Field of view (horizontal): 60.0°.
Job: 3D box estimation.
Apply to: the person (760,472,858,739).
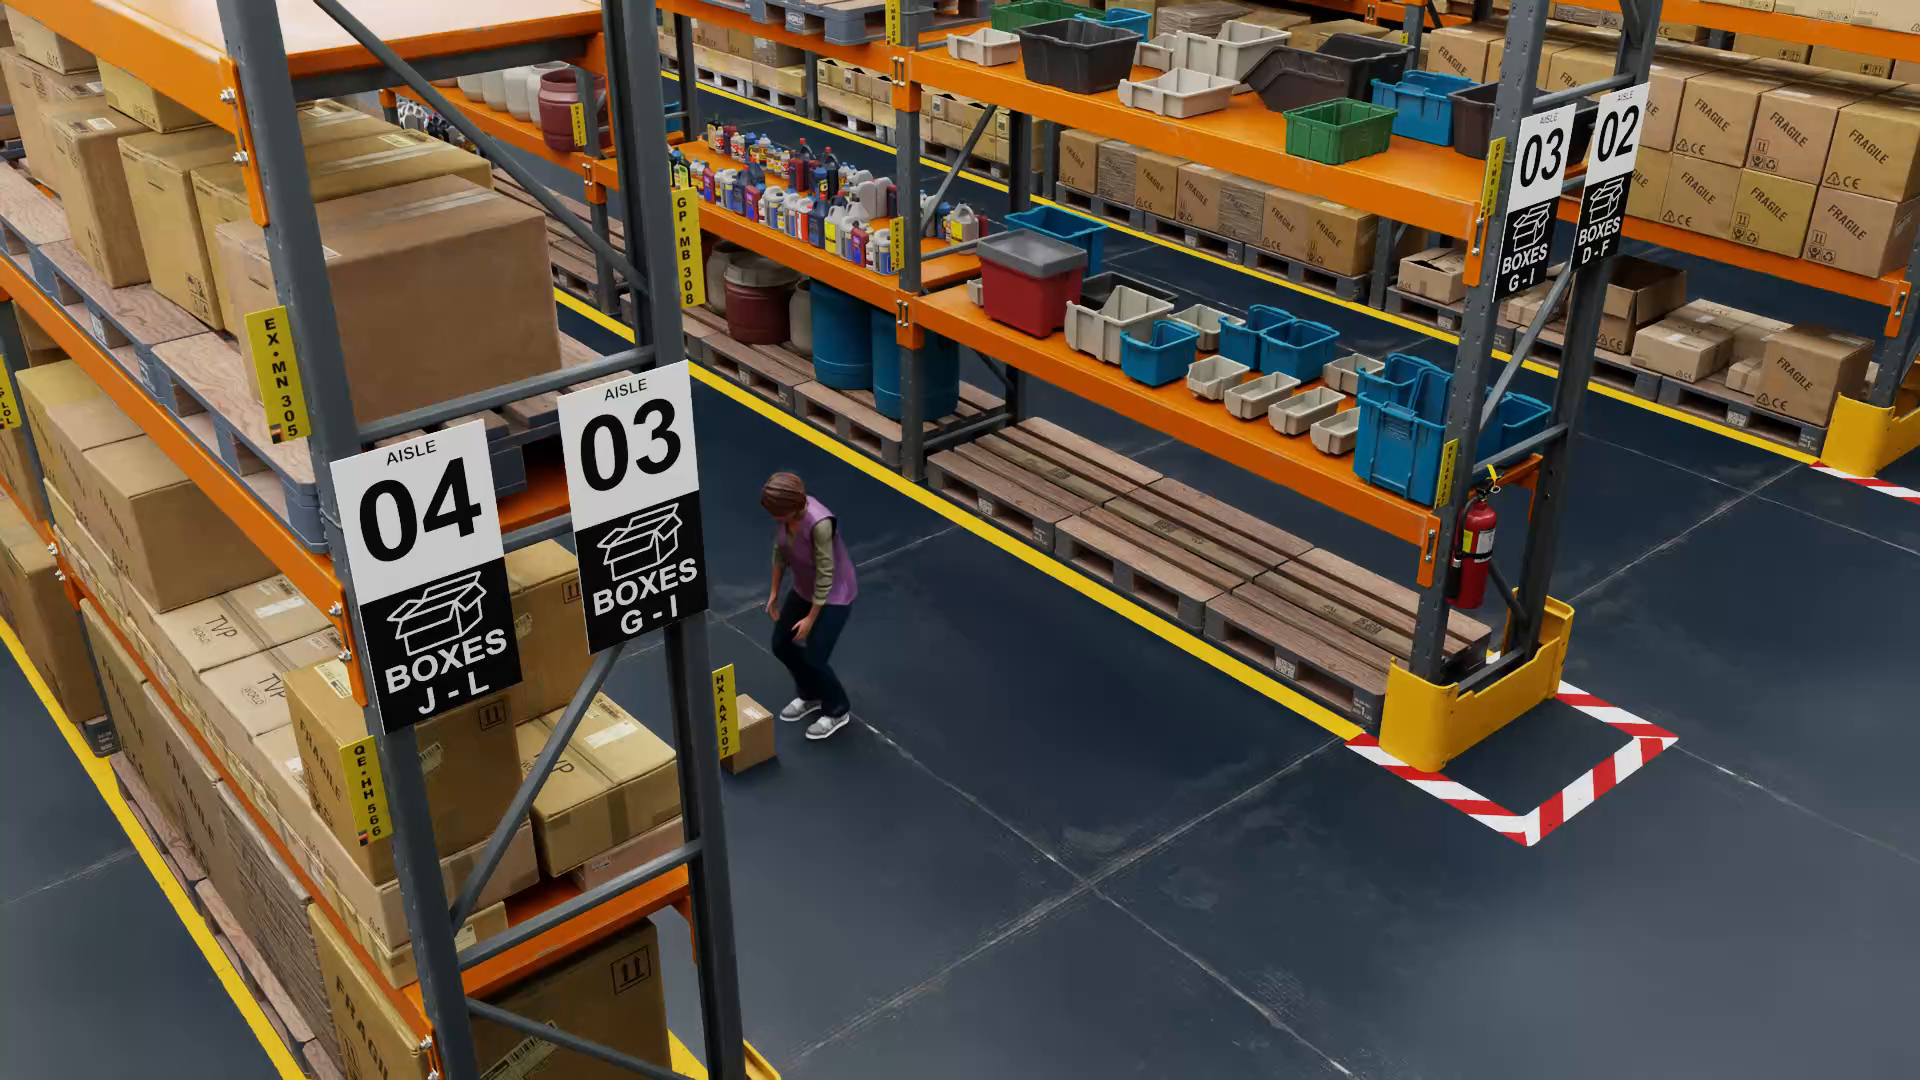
[{"bbox_3d":[-0.732,0.310,8.213,0.497,1.466,0.447,-21,35,-34],"label":"person"}]
